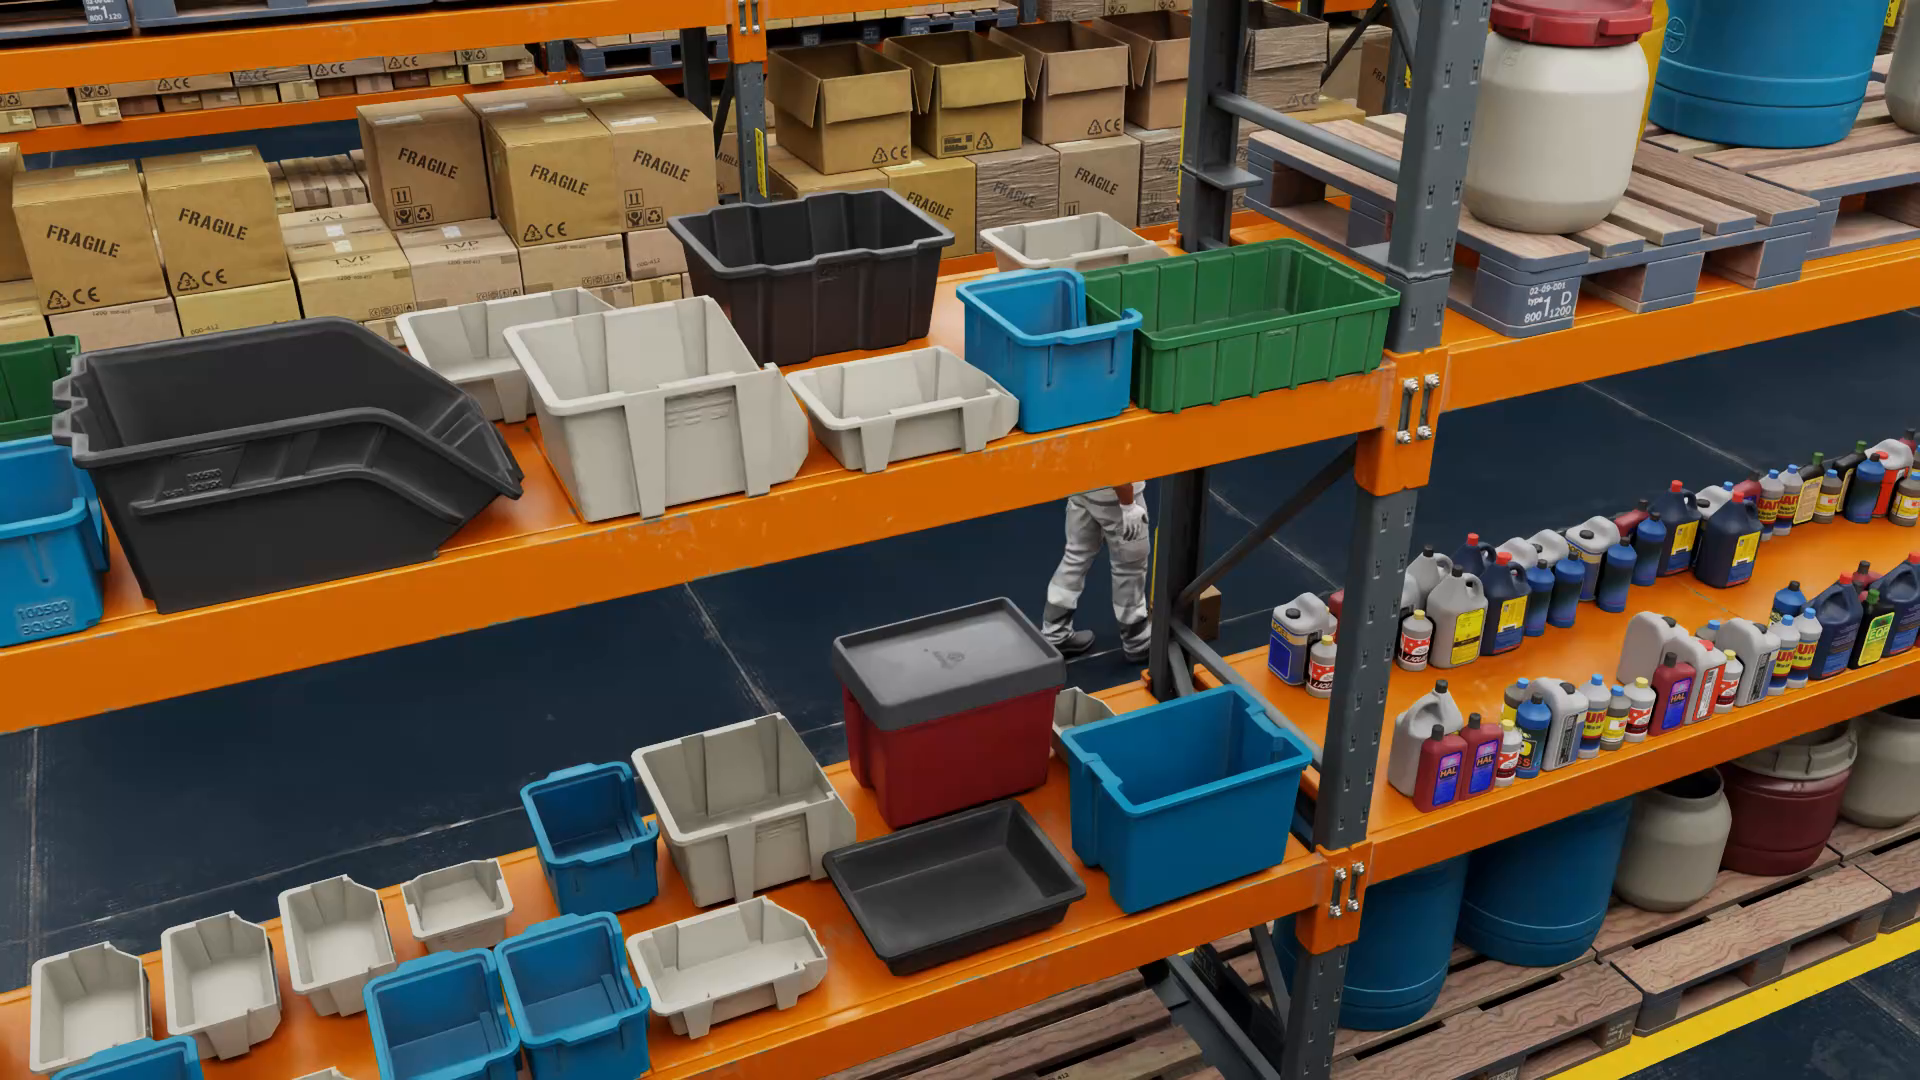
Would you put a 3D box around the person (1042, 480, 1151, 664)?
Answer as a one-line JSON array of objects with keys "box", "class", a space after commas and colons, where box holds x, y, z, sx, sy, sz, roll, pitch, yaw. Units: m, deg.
[{"box": [0.717, -0.250, 7.543, 0.655, 1.790, 0.544, -13, 32, -21], "class": "person"}]
